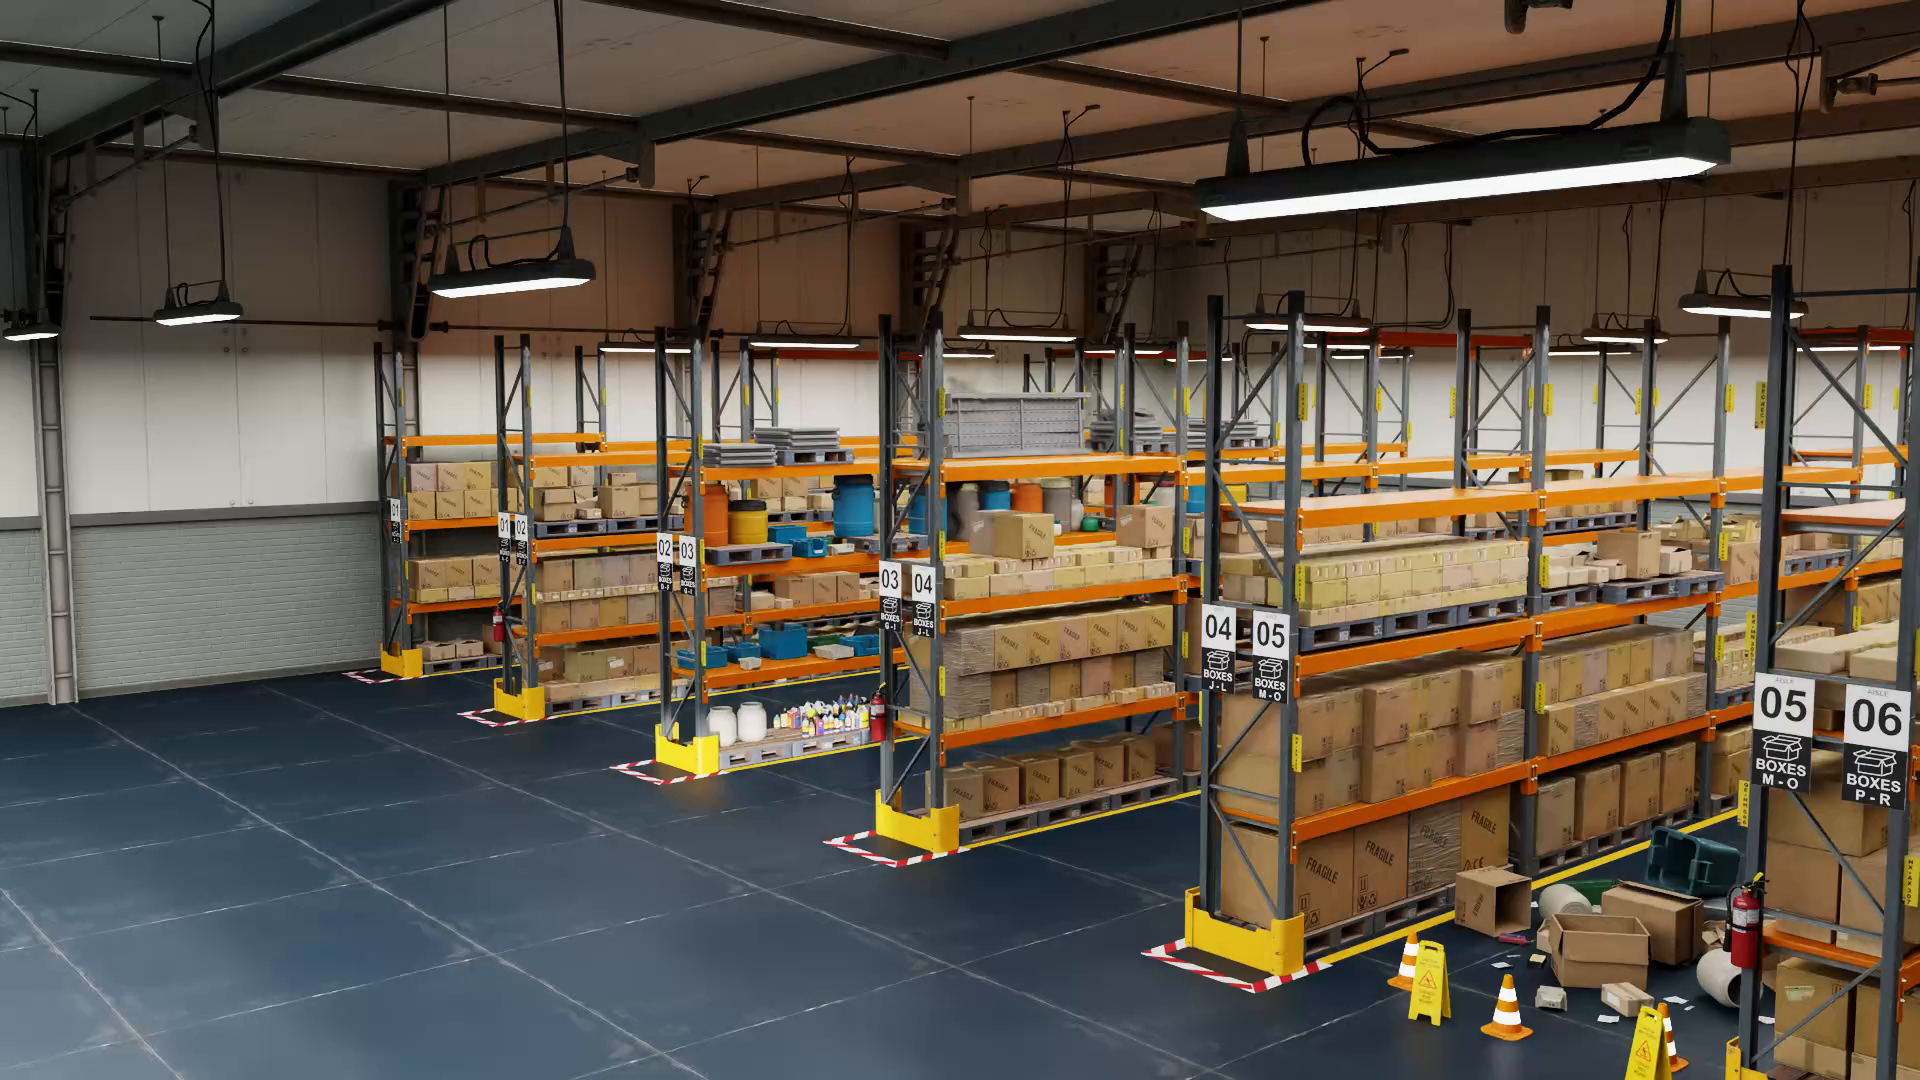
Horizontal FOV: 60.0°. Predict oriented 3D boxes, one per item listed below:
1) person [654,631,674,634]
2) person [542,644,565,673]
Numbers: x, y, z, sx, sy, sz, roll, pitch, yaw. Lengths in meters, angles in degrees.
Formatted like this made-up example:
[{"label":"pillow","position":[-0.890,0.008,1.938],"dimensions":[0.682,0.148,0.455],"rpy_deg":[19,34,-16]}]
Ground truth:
[{"label":"person","position":[-5.359,1.571,30.006],"dimensions":[0.626,1.729,0.696],"rpy_deg":[-4,7,-37]},{"label":"person","position":[-7.045,1.717,28.389],"dimensions":[0.692,1.720,0.589],"rpy_deg":[4,6,36]}]
